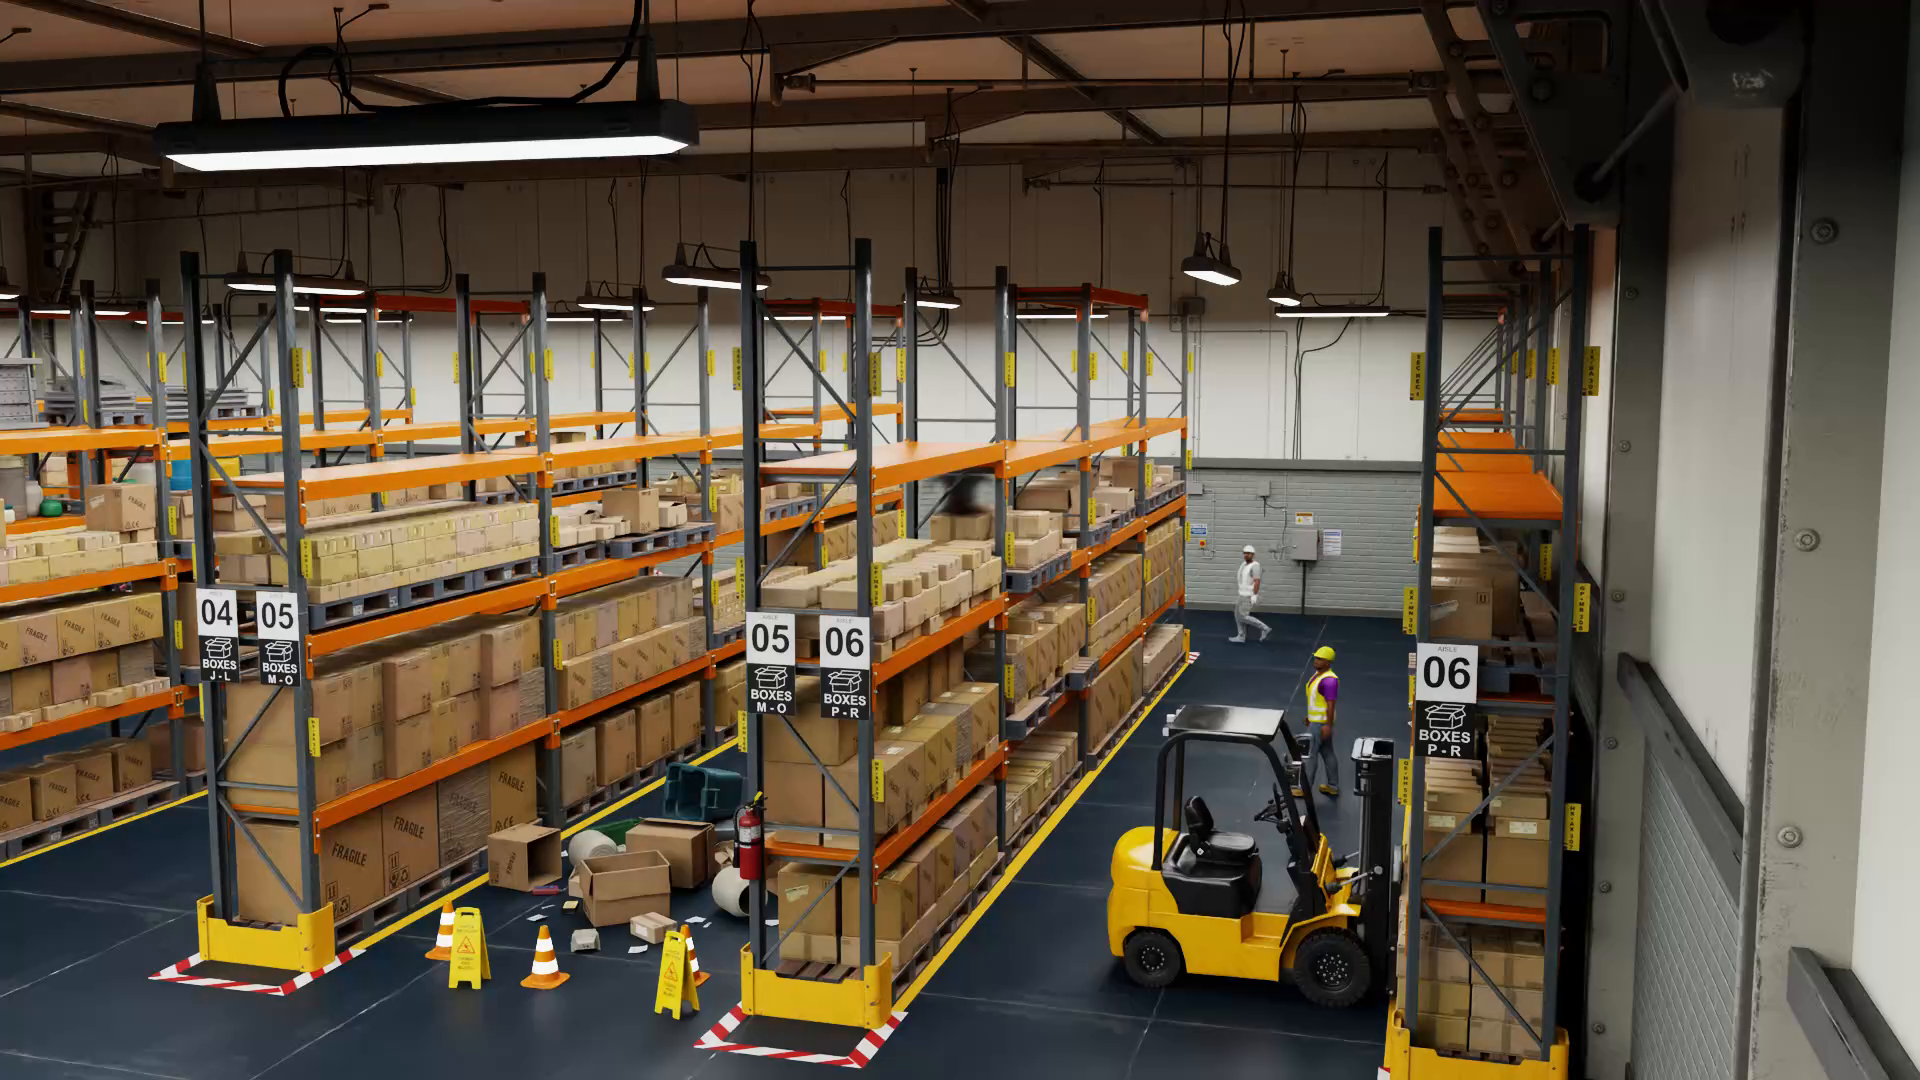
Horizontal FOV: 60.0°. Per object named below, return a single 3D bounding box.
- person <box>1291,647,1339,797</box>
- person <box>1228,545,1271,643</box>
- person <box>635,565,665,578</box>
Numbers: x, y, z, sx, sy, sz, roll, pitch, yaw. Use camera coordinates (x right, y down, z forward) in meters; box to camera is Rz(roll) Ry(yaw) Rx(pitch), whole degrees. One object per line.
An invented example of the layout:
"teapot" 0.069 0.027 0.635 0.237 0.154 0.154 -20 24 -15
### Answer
"person" 4.153 2.118 19.521 0.633 1.759 0.623 2 7 19
"person" 5.153 0.968 29.643 0.717 1.755 0.559 1 6 10
"person" -5.321 1.145 28.513 0.720 1.813 0.877 2 7 17
